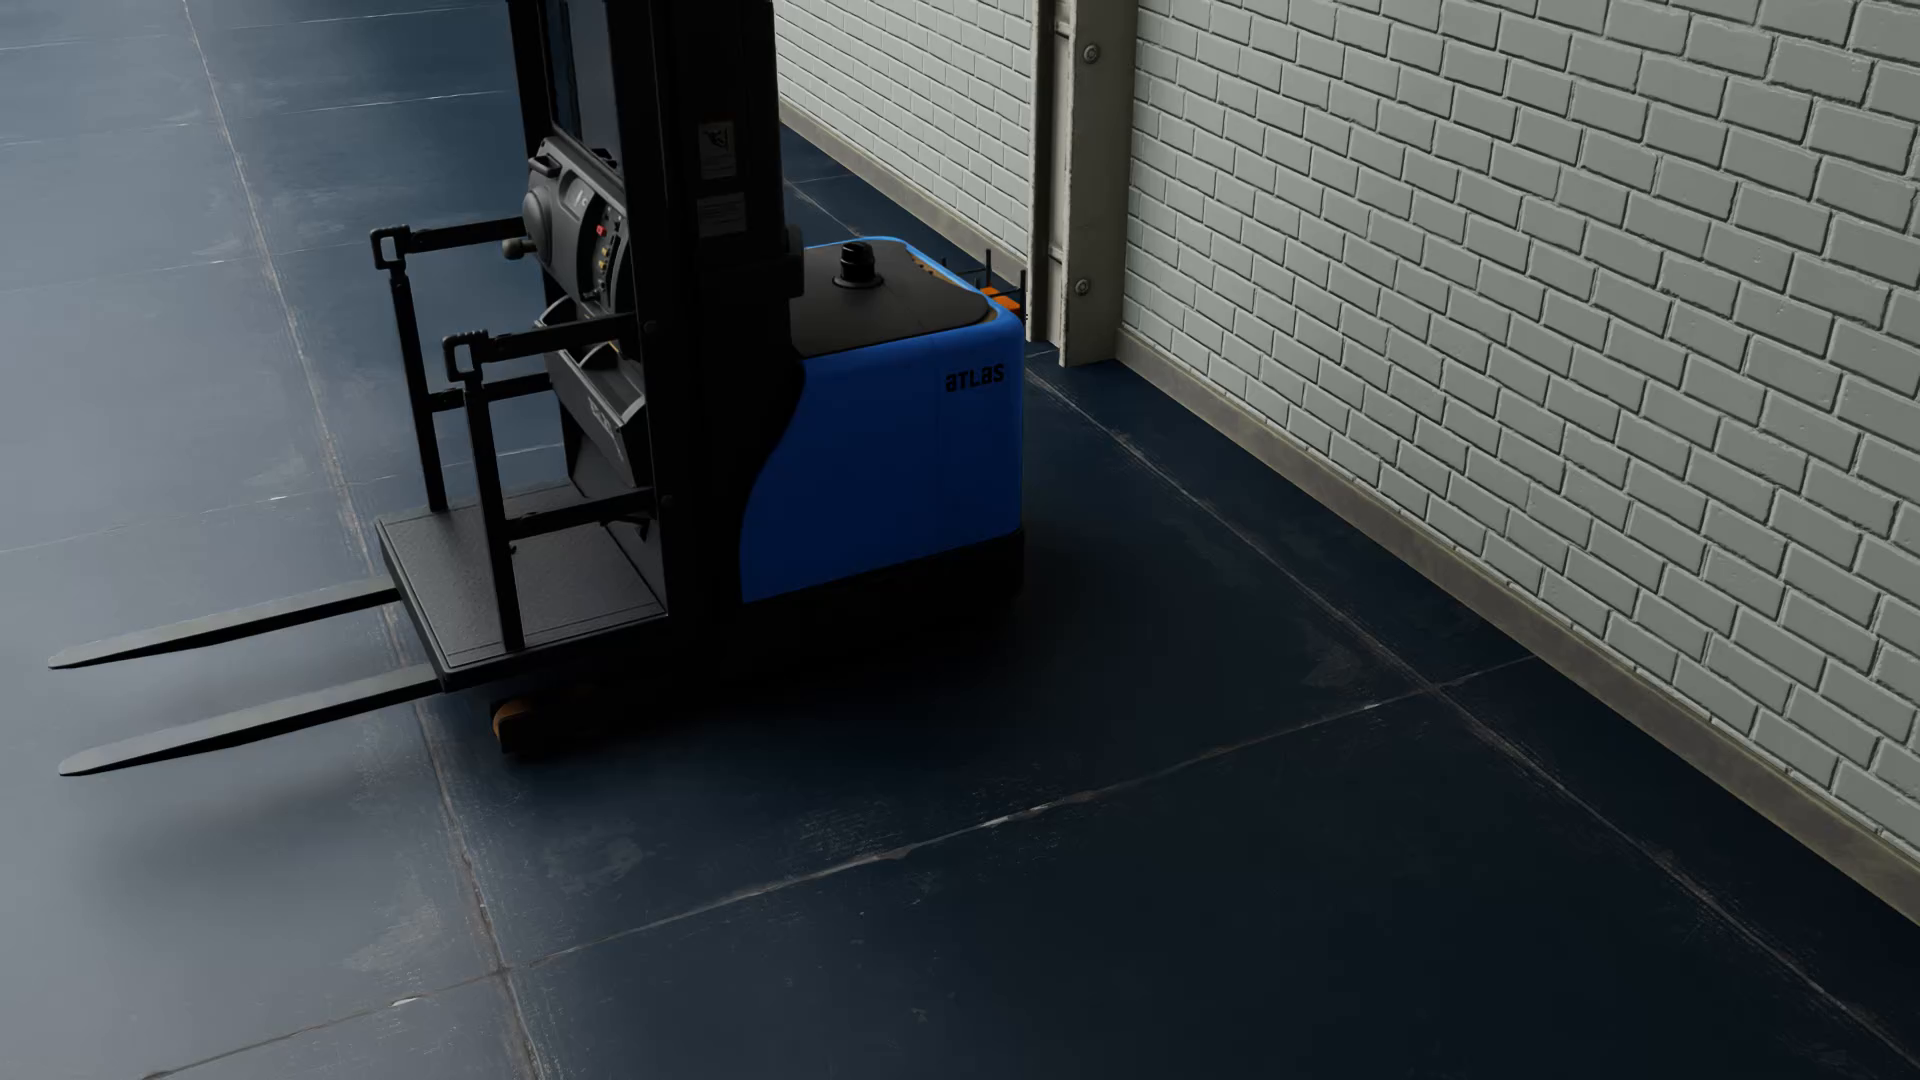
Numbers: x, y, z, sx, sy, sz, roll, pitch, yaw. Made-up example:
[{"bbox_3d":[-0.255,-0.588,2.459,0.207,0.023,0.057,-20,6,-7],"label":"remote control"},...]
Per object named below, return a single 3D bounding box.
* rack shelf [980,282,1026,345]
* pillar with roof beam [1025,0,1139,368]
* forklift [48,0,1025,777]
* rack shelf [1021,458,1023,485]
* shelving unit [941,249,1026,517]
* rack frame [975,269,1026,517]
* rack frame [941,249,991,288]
[{"bbox_3d":[0.081,-0.748,5.953,0.215,0.259,0.240,-15,33,-25],"label":"rack shelf"},{"bbox_3d":[-3.354,-3.935,4.067,9.100,9.000,0.400,-13,32,-22],"label":"pillar with roof beam"},{"bbox_3d":[-1.325,-0.920,4.894,3.031,2.935,1.130,-15,32,-24],"label":"forklift"},{"bbox_3d":[0.081,-0.258,6.227,0.215,0.259,0.240,-15,33,-25],"label":"rack shelf"},{"bbox_3d":[0.081,-0.510,6.086,0.215,1.050,0.252,-15,33,-25],"label":"shelving unit"},{"bbox_3d":[0.139,-0.458,5.993,0.200,1.050,0.008,-15,33,-25],"label":"rack frame"},{"bbox_3d":[0.022,-0.562,6.180,0.200,1.050,0.008,-15,33,-25],"label":"rack frame"}]
